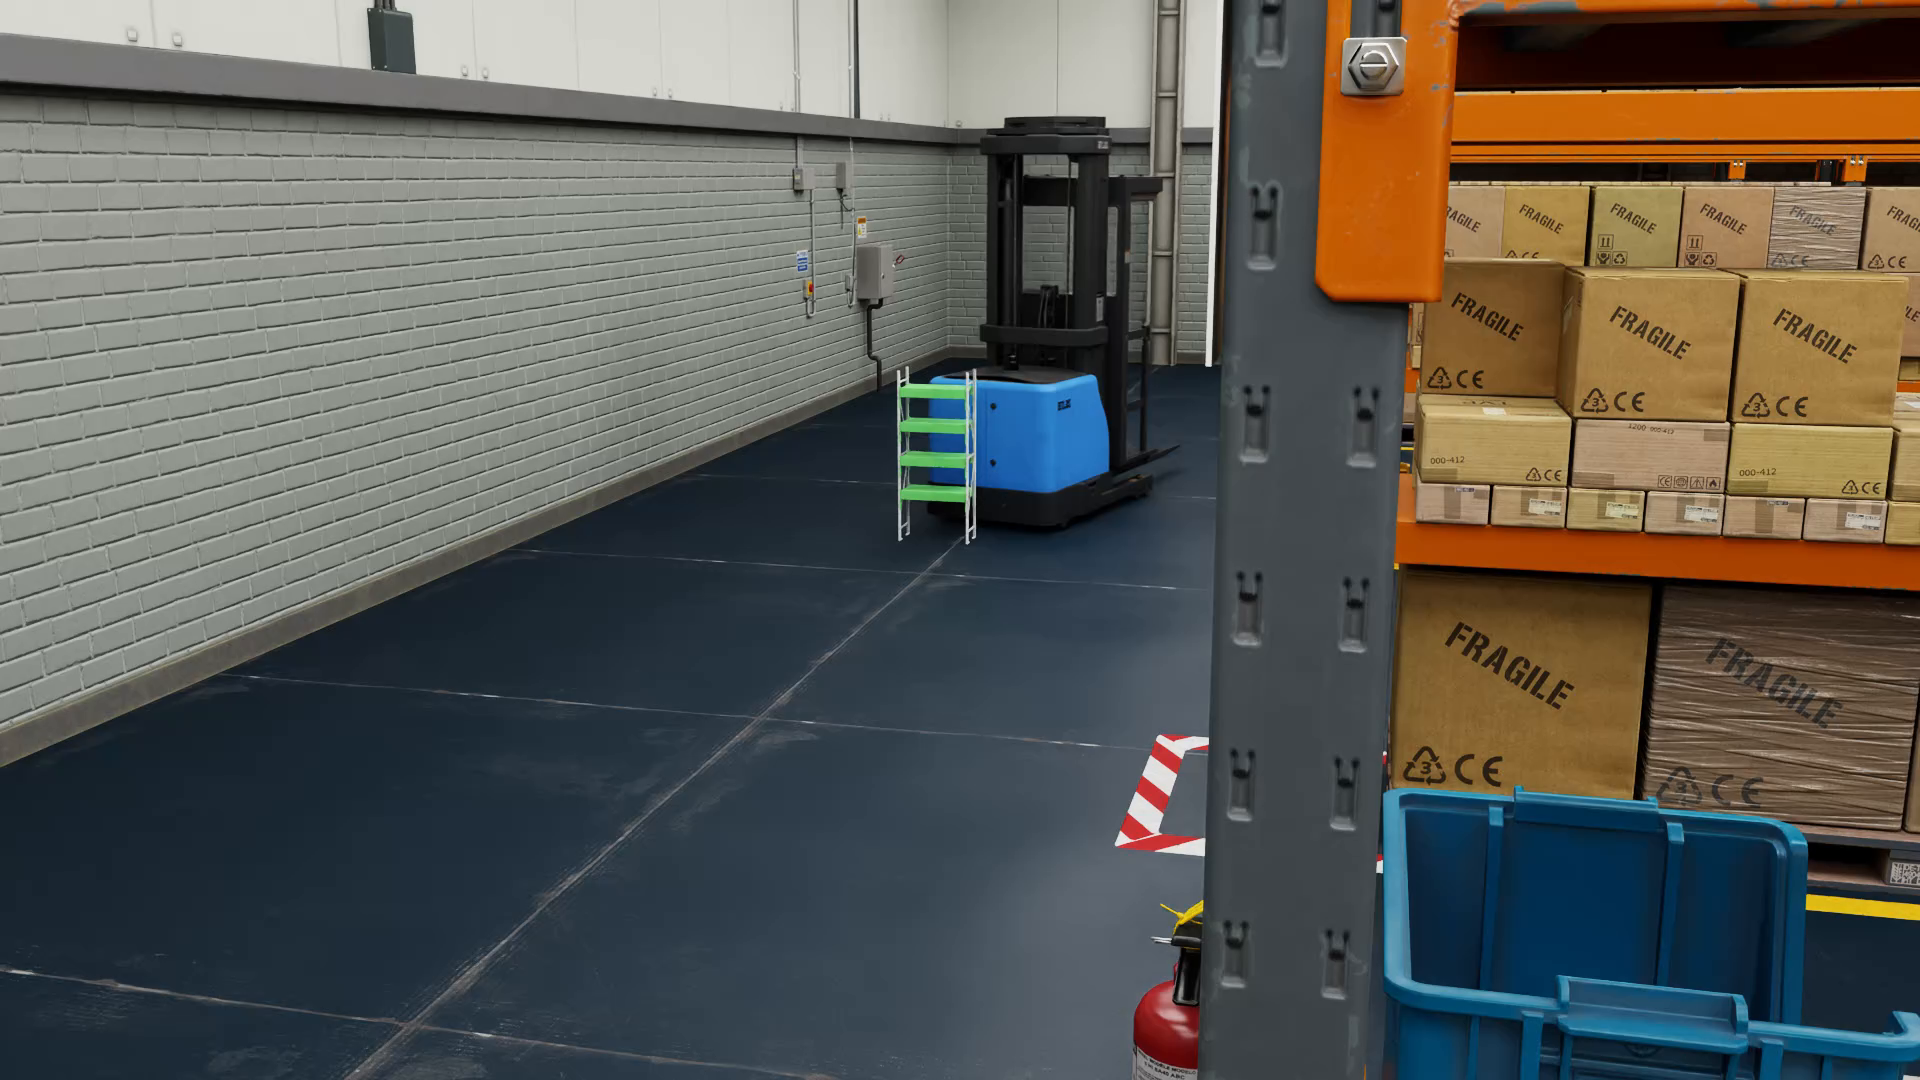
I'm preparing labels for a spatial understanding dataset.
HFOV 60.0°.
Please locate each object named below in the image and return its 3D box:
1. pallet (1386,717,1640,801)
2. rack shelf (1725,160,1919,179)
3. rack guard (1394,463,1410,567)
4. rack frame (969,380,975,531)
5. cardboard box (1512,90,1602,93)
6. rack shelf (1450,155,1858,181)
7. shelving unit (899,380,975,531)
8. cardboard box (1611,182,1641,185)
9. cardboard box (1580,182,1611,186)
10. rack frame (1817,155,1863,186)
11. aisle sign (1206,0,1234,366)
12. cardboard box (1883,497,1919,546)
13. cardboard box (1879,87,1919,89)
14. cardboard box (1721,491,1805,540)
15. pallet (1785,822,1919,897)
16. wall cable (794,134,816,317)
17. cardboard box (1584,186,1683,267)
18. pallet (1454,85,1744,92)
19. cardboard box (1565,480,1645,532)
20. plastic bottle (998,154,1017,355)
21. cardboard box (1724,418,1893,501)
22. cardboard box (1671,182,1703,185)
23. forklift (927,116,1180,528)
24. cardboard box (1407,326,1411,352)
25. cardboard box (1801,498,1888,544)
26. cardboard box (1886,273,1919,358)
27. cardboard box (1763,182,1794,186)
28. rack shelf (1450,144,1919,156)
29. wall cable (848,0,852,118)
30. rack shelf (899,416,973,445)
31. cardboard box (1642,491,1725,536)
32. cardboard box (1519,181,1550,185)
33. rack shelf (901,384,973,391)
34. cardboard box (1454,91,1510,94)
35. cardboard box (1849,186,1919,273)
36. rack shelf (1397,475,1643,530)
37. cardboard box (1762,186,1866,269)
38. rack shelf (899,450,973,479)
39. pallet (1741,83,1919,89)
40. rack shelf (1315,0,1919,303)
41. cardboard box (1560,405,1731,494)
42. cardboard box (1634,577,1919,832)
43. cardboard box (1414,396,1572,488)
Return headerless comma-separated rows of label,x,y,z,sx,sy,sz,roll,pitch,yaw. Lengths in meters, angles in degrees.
pallet,2.346,1.006,6.710,1.213,0.211,1.003,3,13,14
rack shelf,10.936,-4.310,18.969,4.000,0.370,1.077,3,13,14
rack guard,2.911,-0.193,11.451,0.348,0.500,1.175,3,13,14
rack frame,0.076,-0.582,11.586,0.006,1.046,0.228,3,13,14
cardboard box,3.722,-2.704,10.415,0.500,0.250,0.500,3,13,15
rack shelf,5.867,-3.473,15.199,4.000,0.370,1.077,3,13,14
shelving unit,-0.157,-0.594,11.642,0.487,1.046,0.258,3,13,14
cardboard box,5.965,-3.148,14.961,0.250,0.149,0.380,3,13,14
cardboard box,5.699,-3.152,14.976,0.250,0.149,0.380,3,13,12
rack frame,7.809,-2.256,14.978,0.127,3.000,1.000,3,13,14
aisle sign,0.223,-0.549,1.280,0.004,0.787,0.394,3,13,14
cardboard box,3.310,-0.090,5.794,0.250,0.149,0.380,3,13,12
cardboard box,5.698,-2.598,9.941,0.500,0.250,0.500,3,13,13
cardboard box,2.815,-0.117,5.914,0.250,0.149,0.380,3,13,12
pallet,3.527,1.070,6.423,1.213,0.211,1.003,3,13,14
wall cable,-1.555,-3.263,17.097,0.123,1.953,0.585,3,13,14
cardboard box,4.201,-1.964,10.436,0.500,0.500,0.500,3,13,12
pallet,2.274,-1.765,6.042,1.213,0.211,1.003,3,13,14
cardboard box,2.315,-0.143,6.034,0.250,0.149,0.380,3,13,12
plastic bottle,7.333,-1.261,10.493,14.776,2.616,20.093,3,13,14
cardboard box,2.946,-0.318,5.901,0.500,0.250,0.500,3,13,12
cardboard box,6.462,-3.125,14.858,0.250,0.149,0.380,3,13,13
forklift,0.901,-1.792,13.046,1.130,2.935,3.031,7,14,28
cardboard box,5.682,-2.443,20.612,0.637,0.503,0.797,3,13,11
cardboard box,3.065,-0.103,5.854,0.250,0.149,0.380,3,13,13
cardboard box,5.680,-1.397,10.188,0.500,0.500,0.500,3,13,12
cardboard box,7.204,-3.096,14.724,0.250,0.149,0.380,3,13,15
rack shelf,4.779,-2.427,10.484,4.000,0.370,1.077,3,13,14
wall cable,-1.482,-5.787,17.040,0.029,3.000,2.355,3,13,14
rack shelf,-0.161,-0.766,11.604,0.480,0.148,0.258,3,13,14
cardboard box,2.568,-0.130,5.974,0.250,0.149,0.380,3,13,13
cardboard box,5.228,-3.192,15.160,0.250,0.149,0.380,3,13,14
rack shelf,-0.161,-1.053,11.541,0.457,0.021,0.221,3,13,14
cardboard box,3.212,-2.732,10.543,0.500,0.250,0.500,4,13,16
cardboard box,5.697,-1.886,10.081,0.500,0.500,0.500,3,13,12
rack shelf,3.493,-0.055,6.102,3.809,0.052,0.919,3,13,14
cardboard box,5.203,-1.915,10.214,0.500,0.500,0.500,3,13,15
rack shelf,-0.161,-0.532,11.656,0.480,0.148,0.258,3,13,14
pallet,3.462,-1.702,5.759,1.213,0.211,1.003,3,13,14
rack shelf,2.306,-0.348,1.112,4.000,0.370,1.077,3,13,14
cardboard box,2.459,-0.345,6.021,0.500,0.250,0.500,3,13,13
cardboard box,3.075,0.516,6.419,0.875,0.875,0.875,3,13,14
cardboard box,1.952,-0.370,6.137,0.500,0.250,0.500,3,13,12
